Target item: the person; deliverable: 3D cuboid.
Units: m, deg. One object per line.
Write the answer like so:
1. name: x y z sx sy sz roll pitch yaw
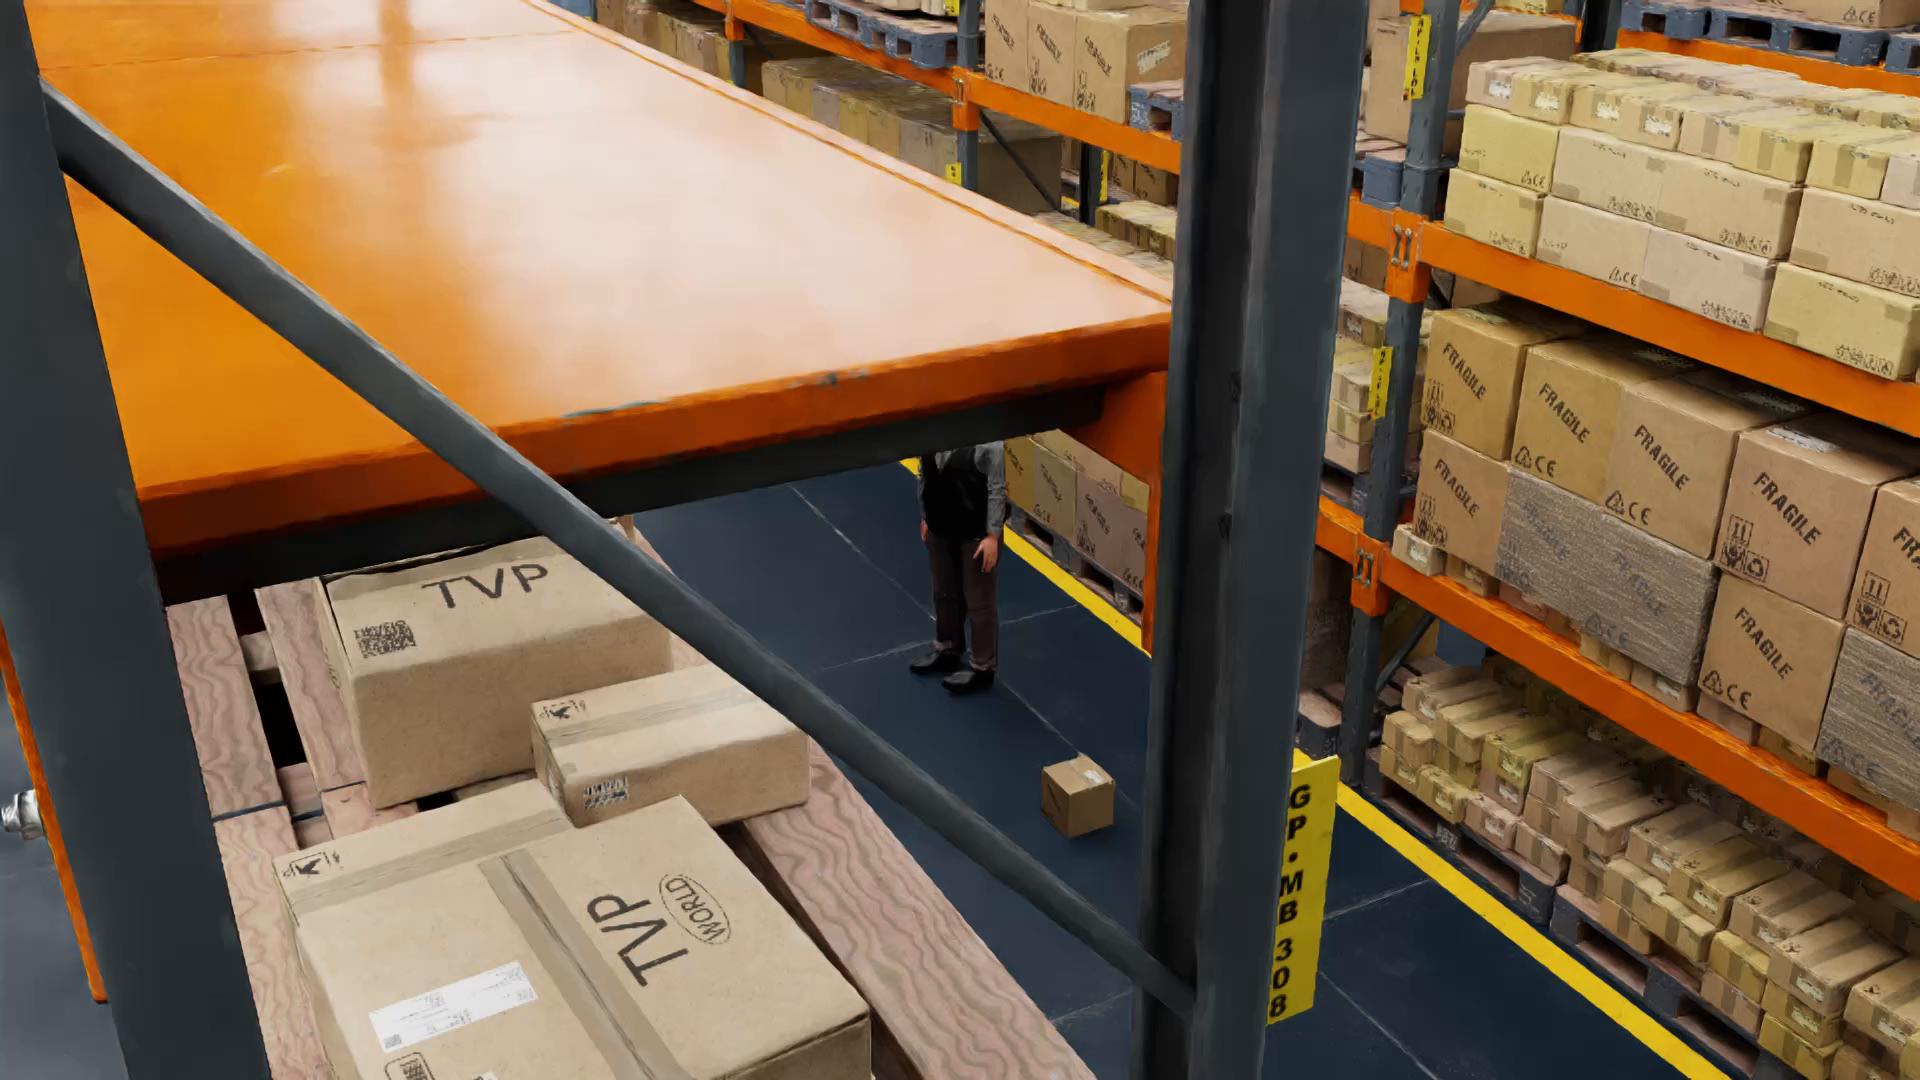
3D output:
1. person: -0.001 -0.042 8.670 0.587 1.732 0.380 20 32 36
